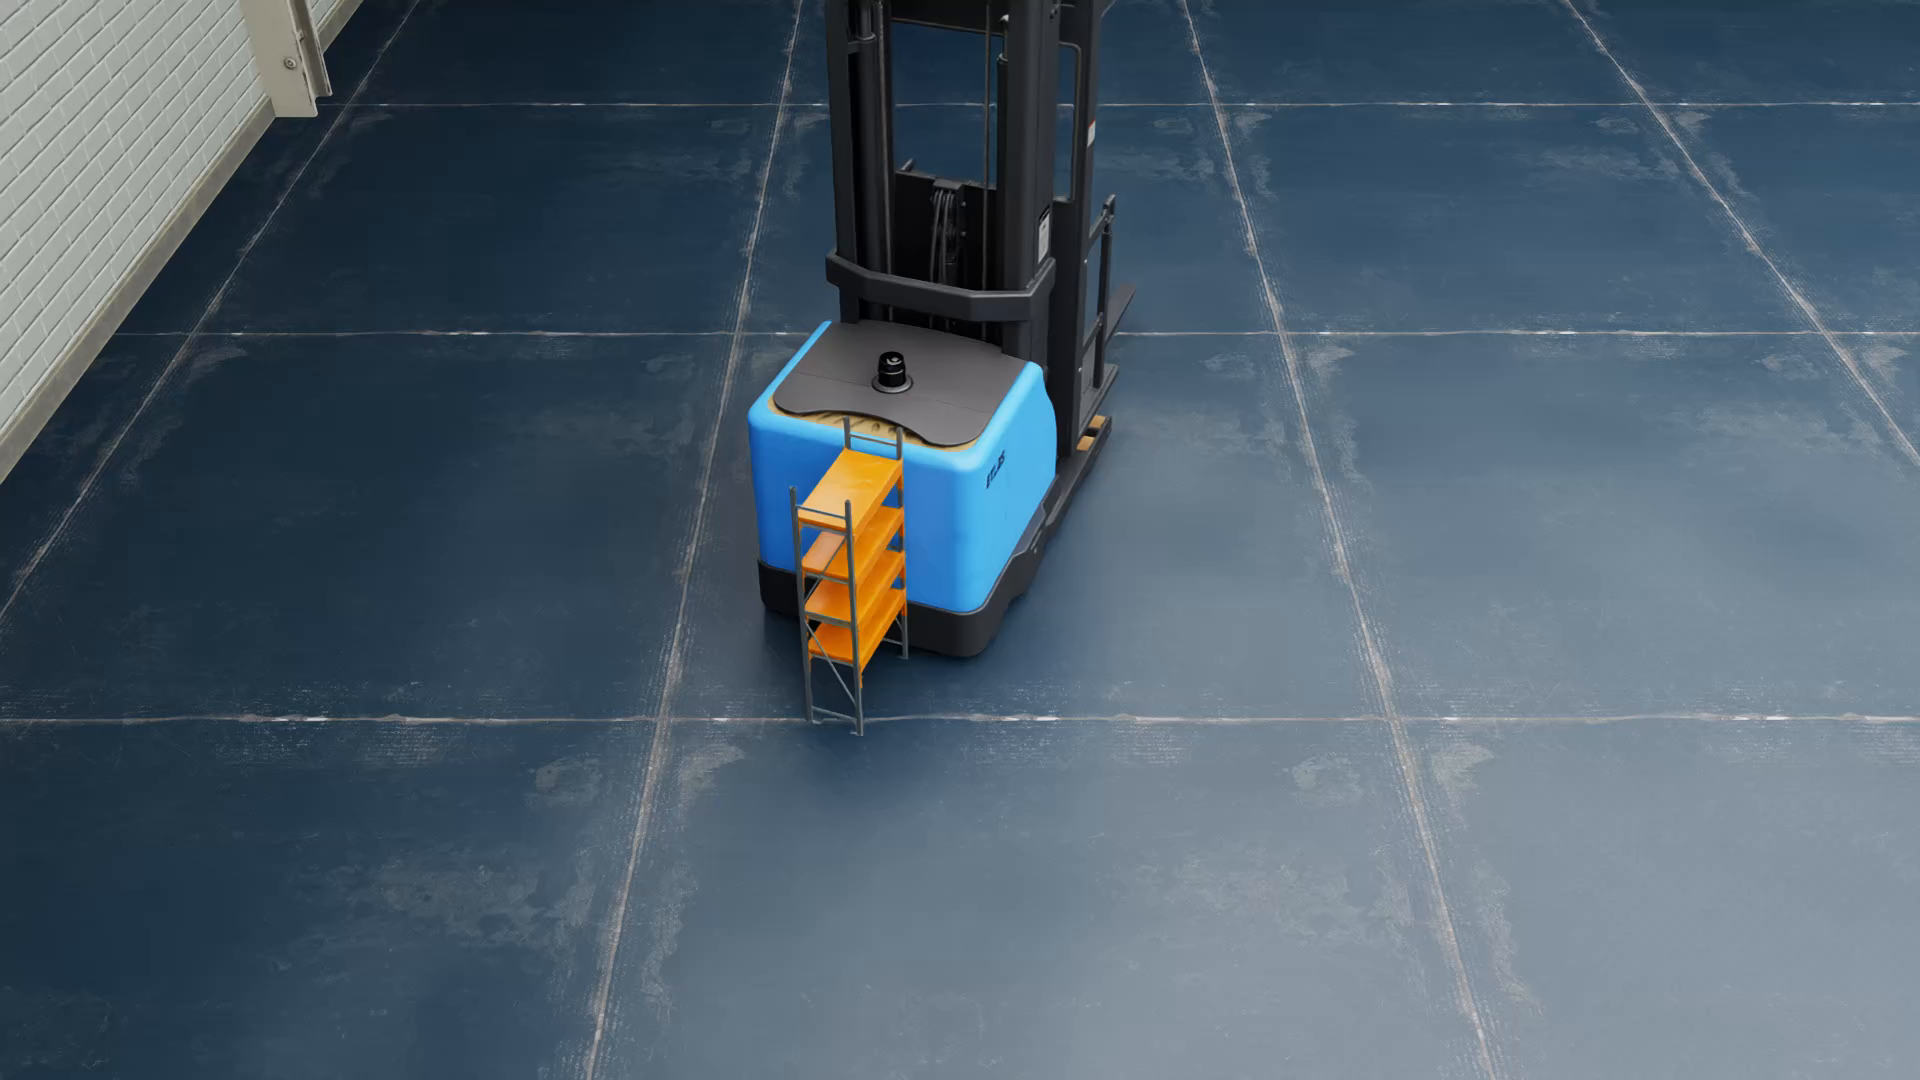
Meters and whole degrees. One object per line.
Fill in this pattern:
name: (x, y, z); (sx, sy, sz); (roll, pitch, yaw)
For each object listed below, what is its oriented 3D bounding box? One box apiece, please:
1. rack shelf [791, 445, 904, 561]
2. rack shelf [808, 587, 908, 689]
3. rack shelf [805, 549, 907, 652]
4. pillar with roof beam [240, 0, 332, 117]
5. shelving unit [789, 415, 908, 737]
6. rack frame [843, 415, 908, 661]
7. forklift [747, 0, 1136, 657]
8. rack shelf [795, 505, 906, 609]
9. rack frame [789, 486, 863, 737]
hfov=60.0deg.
rack shelf: (-0.422, -0.147, 6.346); (0.258, 0.148, 0.480); (13, 41, 16)
rack shelf: (-0.422, 0.367, 6.758); (0.258, 0.148, 0.480); (13, 41, 16)
rack shelf: (-0.422, 0.212, 6.634); (0.258, 0.148, 0.480); (13, 41, 16)
pillar with roof beam: (-0.249, -6.527, 8.699); (9.100, 9.000, 0.400); (0, 39, 0)
shelving unit: (-0.422, 0.159, 6.592); (0.258, 1.200, 0.503); (13, 41, 16)
rack frame: (-0.336, 0.017, 6.770); (0.240, 1.200, 0.015); (13, 41, 16)
forklift: (0.119, -1.574, 7.371); (1.130, 2.935, 3.031); (13, 41, 16)
rack shelf: (-0.422, 0.037, 6.494); (0.258, 0.148, 0.480); (13, 41, 16)
rack frame: (-0.508, 0.302, 6.414); (0.240, 1.200, 0.015); (13, 41, 16)
